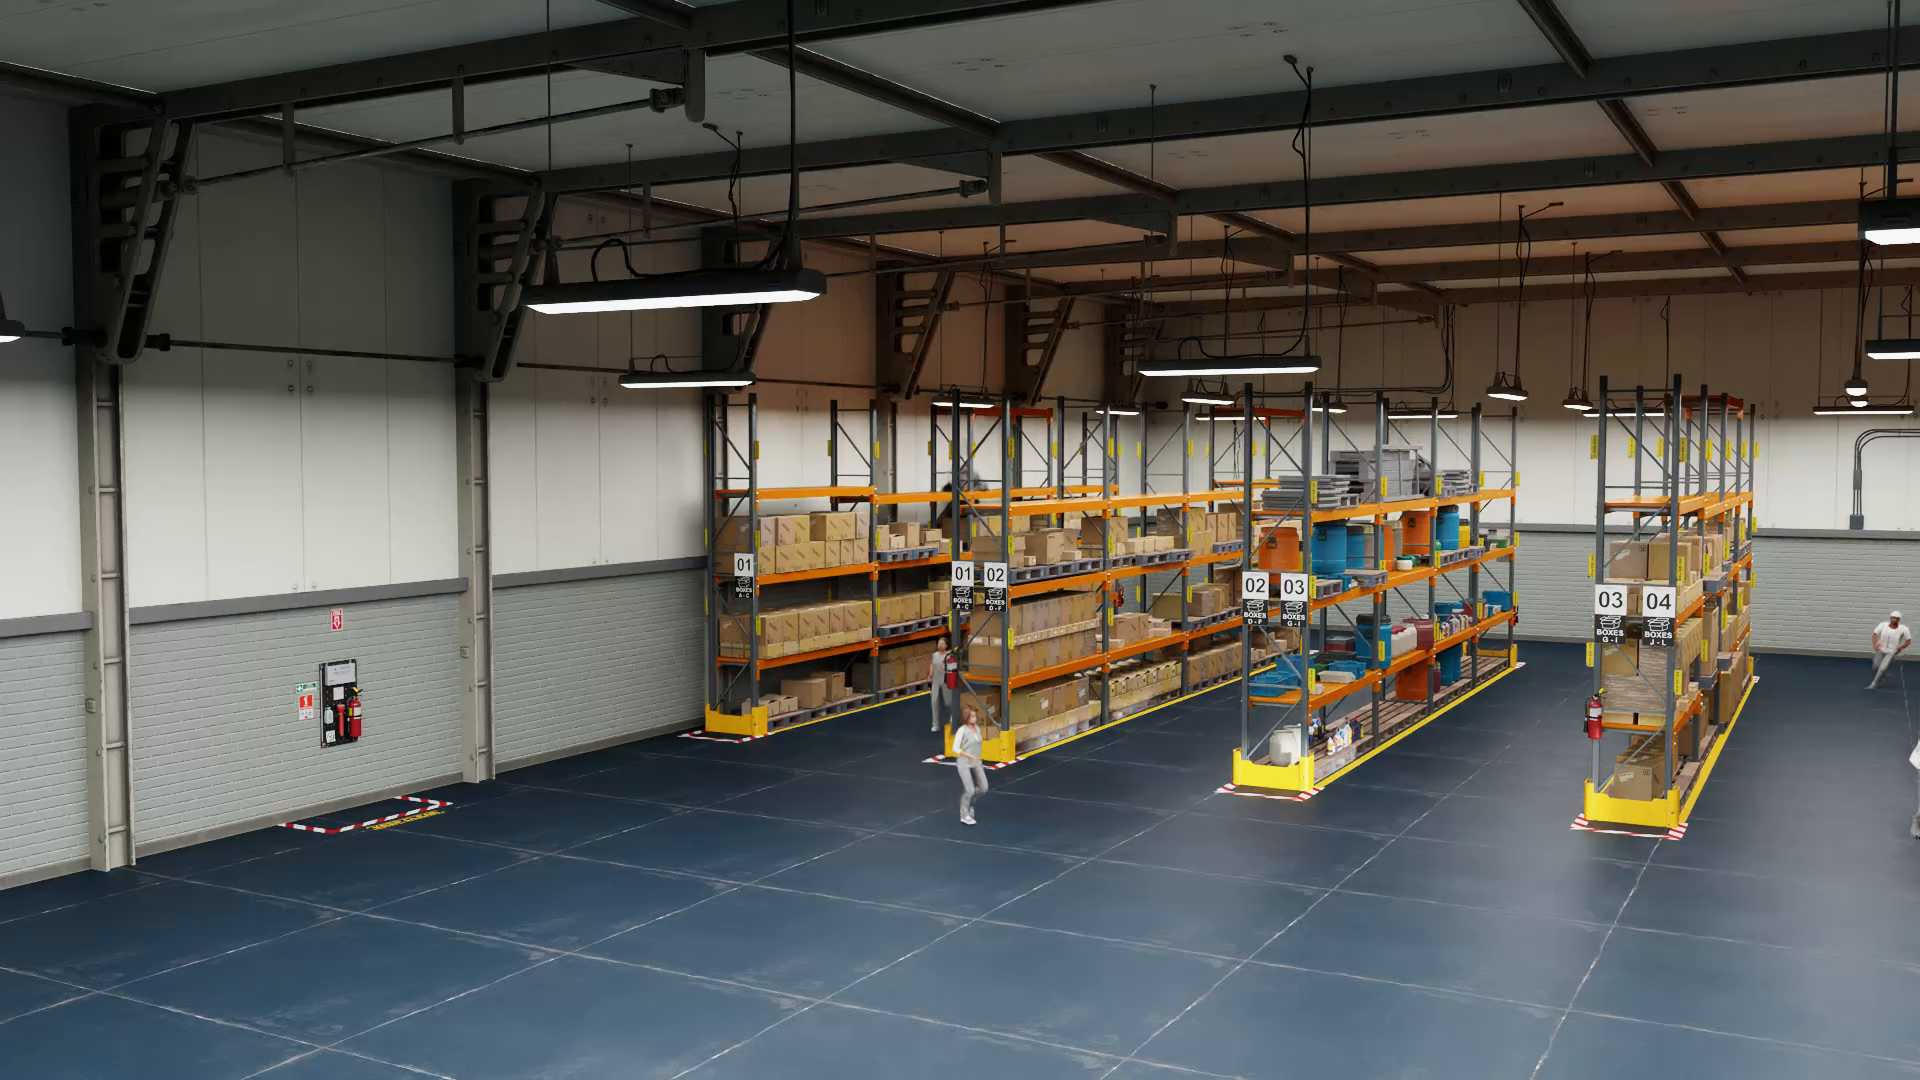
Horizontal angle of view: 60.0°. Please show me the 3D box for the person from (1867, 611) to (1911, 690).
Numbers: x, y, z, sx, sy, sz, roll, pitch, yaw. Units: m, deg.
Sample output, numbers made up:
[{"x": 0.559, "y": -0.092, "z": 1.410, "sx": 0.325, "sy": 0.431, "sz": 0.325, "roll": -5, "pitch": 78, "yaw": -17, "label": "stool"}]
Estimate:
[{"x": 19.359, "y": 2.299, "z": 34.587, "sx": 0.740, "sy": 1.672, "sz": 0.695, "roll": 3, "pitch": 4, "yaw": 44, "label": "person"}]

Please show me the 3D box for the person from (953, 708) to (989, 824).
[{"x": 0.150, "y": 3.019, "z": 22.158, "sx": 0.540, "sy": 1.559, "sz": 0.520, "roll": -3, "pitch": 4, "yaw": -41, "label": "person"}]

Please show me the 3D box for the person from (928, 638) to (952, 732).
[{"x": -0.318, "y": 2.561, "z": 29.702, "sx": 0.575, "sy": 1.645, "sz": 0.914, "roll": 1, "pitch": 3, "yaw": 20, "label": "person"}]

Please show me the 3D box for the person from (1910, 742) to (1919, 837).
[{"x": 12.277, "y": 3.049, "z": 20.853, "sx": 0.671, "sy": 1.704, "sz": 0.802, "roll": 1, "pitch": 3, "yaw": 15, "label": "person"}]
